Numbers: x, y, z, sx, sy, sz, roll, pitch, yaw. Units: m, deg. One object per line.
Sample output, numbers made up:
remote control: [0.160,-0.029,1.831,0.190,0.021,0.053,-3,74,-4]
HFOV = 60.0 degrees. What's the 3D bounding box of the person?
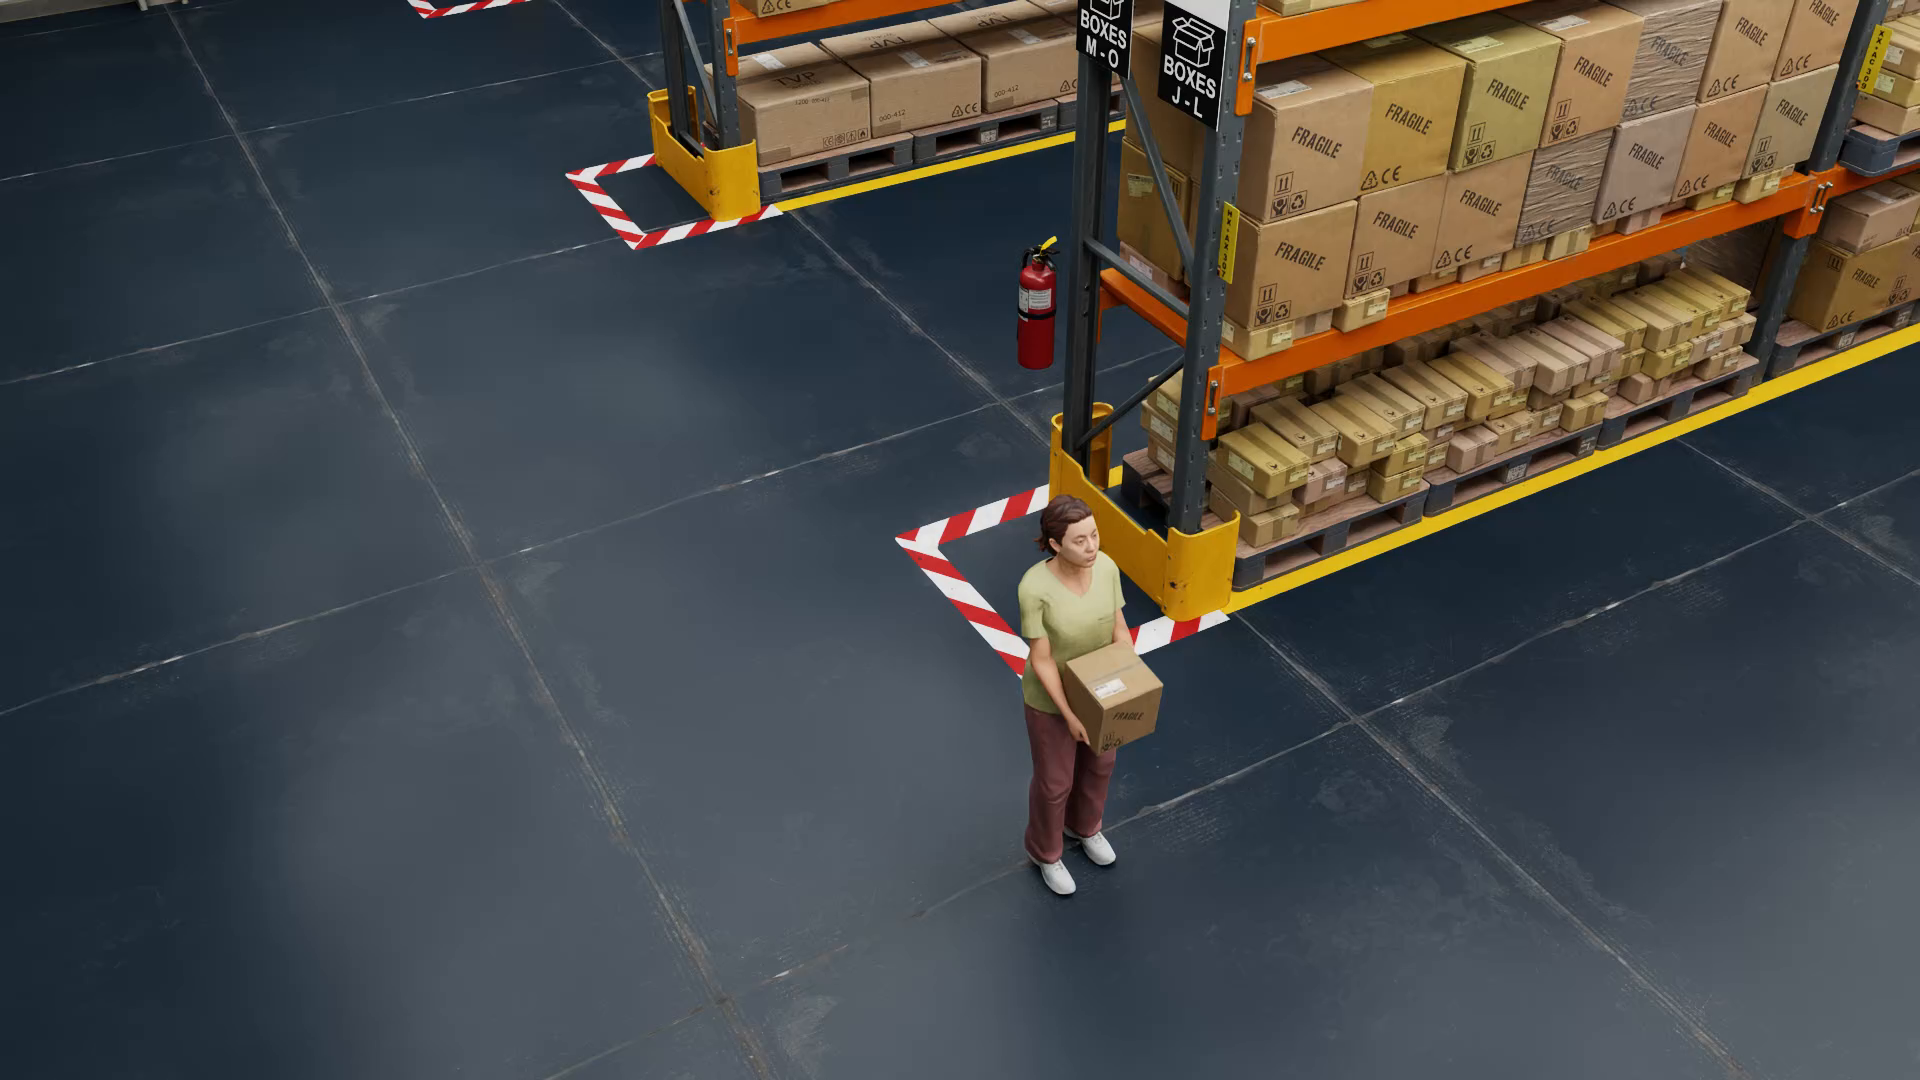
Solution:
person: [0.439,0.602,6.143,0.428,1.654,0.552,-19,41,-24]
